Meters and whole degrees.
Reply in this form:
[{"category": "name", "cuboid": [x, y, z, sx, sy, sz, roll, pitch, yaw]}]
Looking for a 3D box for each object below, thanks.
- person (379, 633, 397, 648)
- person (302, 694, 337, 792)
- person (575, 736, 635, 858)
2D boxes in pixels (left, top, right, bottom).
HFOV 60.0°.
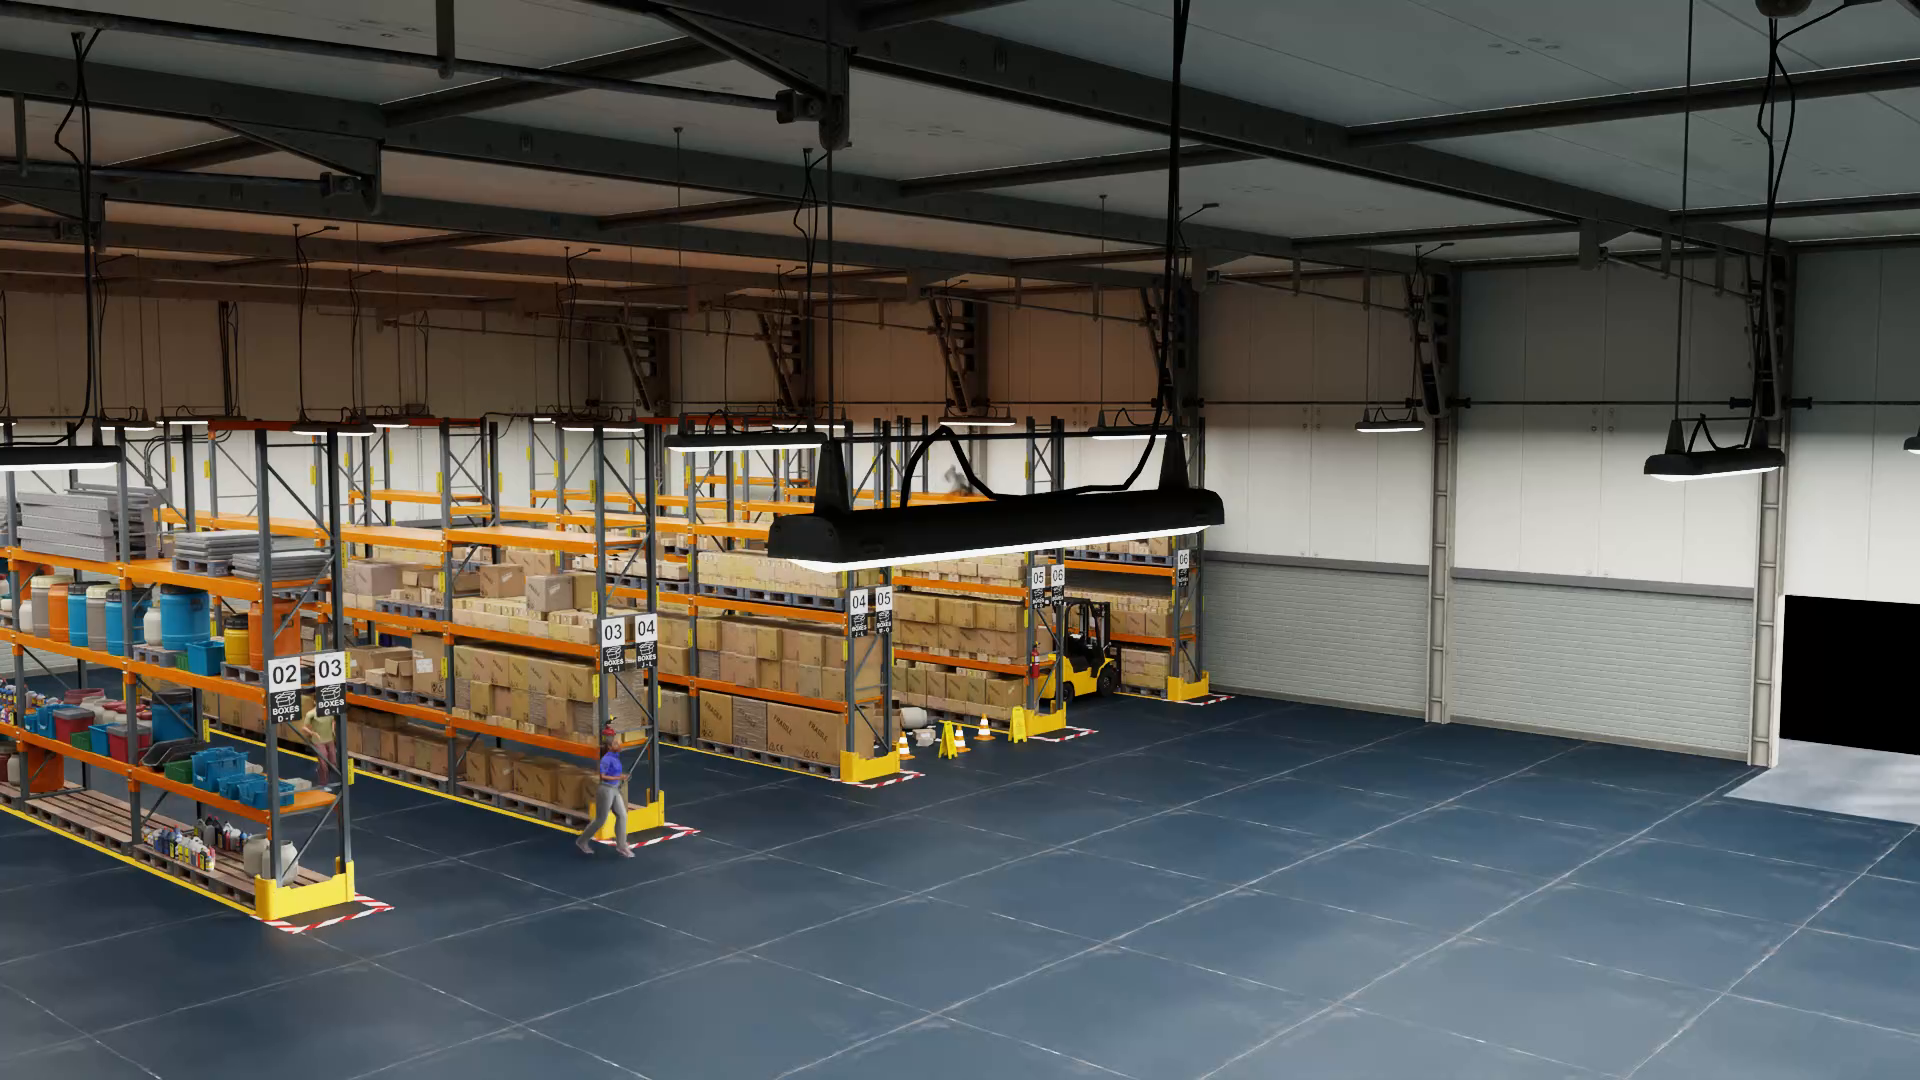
[{"category": "person", "cuboid": [-14.058, 2.116, 40.837, 0.621, 1.619, 0.906, 1, 5, 17]}, {"category": "person", "cuboid": [-10.367, 3.275, 27.006, 0.566, 1.620, 0.577, 4, 6, 41]}, {"category": "person", "cuboid": [-4.927, 3.578, 23.233, 0.835, 1.689, 0.588, 1, 5, 10]}]
